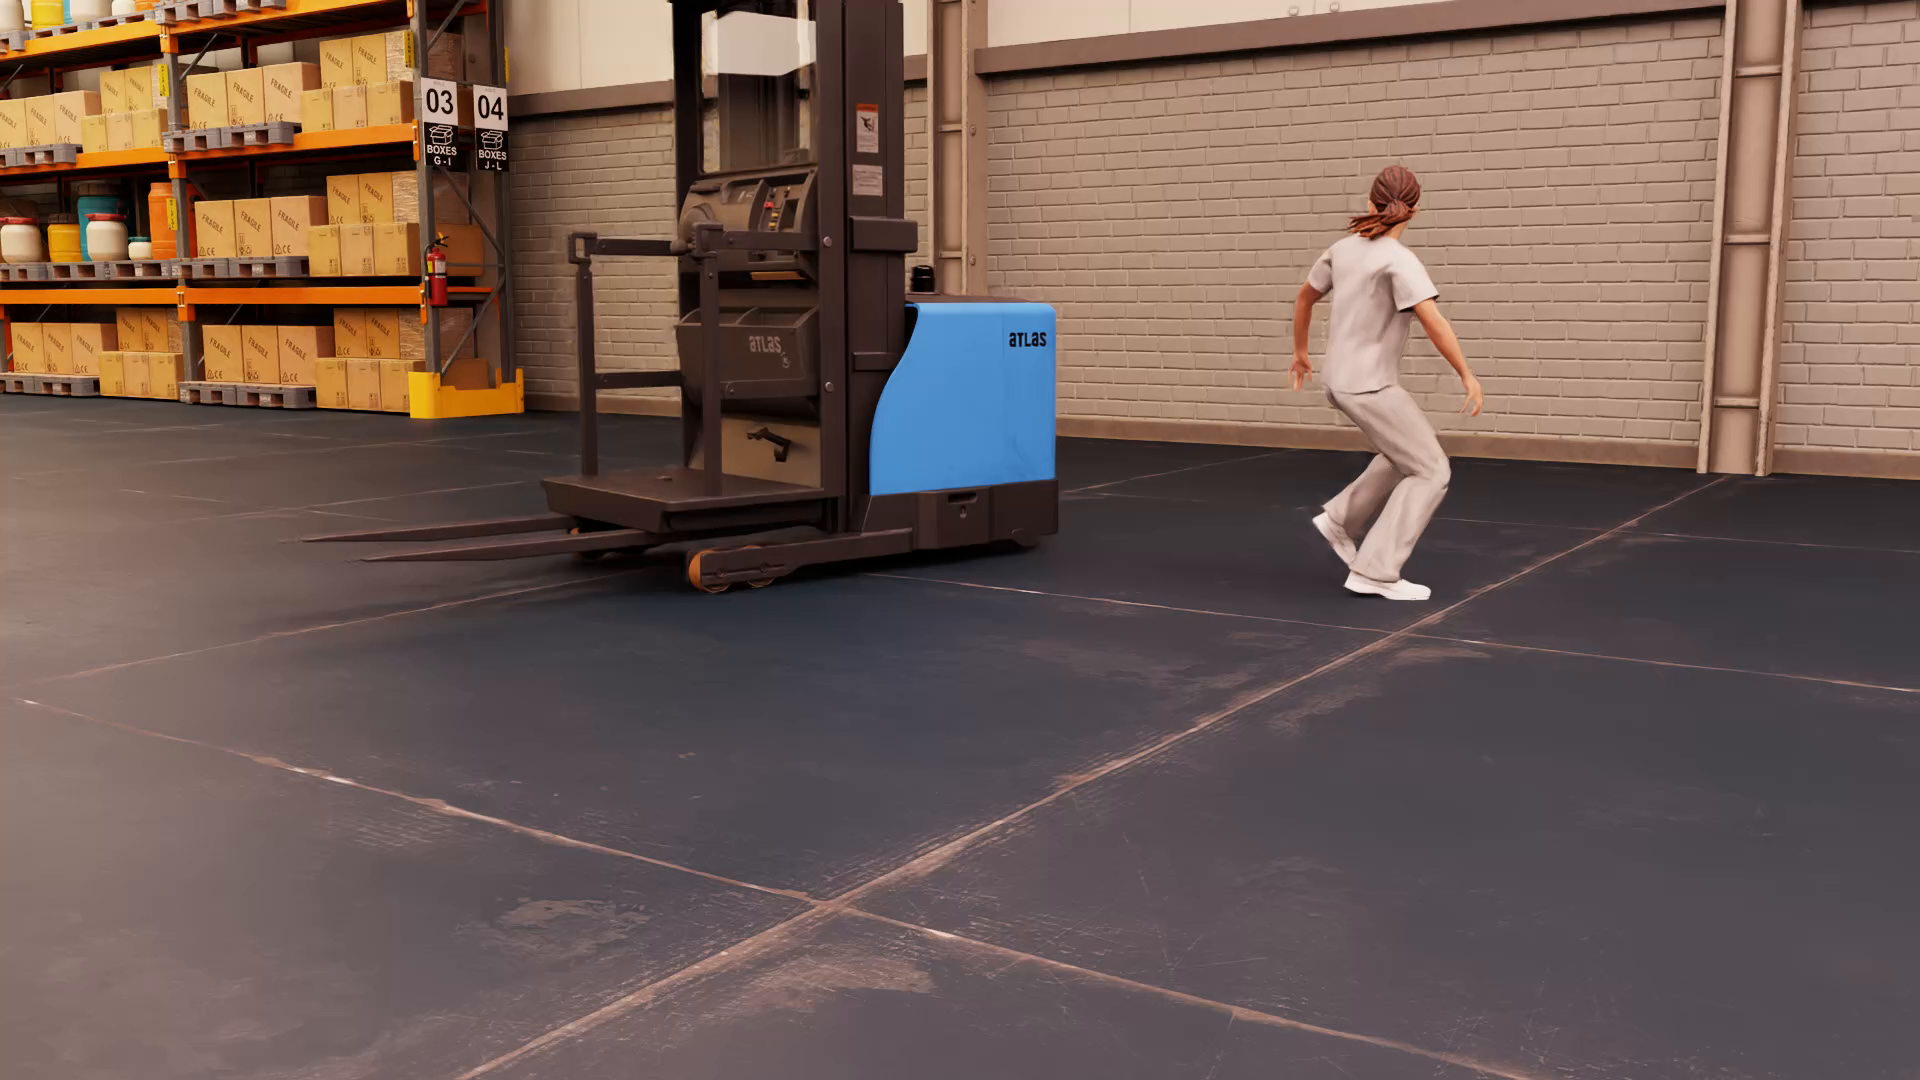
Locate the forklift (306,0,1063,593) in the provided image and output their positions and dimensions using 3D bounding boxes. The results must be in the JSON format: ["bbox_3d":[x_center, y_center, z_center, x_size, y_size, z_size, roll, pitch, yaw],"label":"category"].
[{"bbox_3d":[-1.008,-1.337,6.595,3.031,2.935,1.130,-7,10,-39],"label":"forklift"}]

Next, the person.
[{"bbox_3d":[1.599,-0.591,6.153,0.601,1.587,0.666,-1,8,-4],"label":"person"}]
